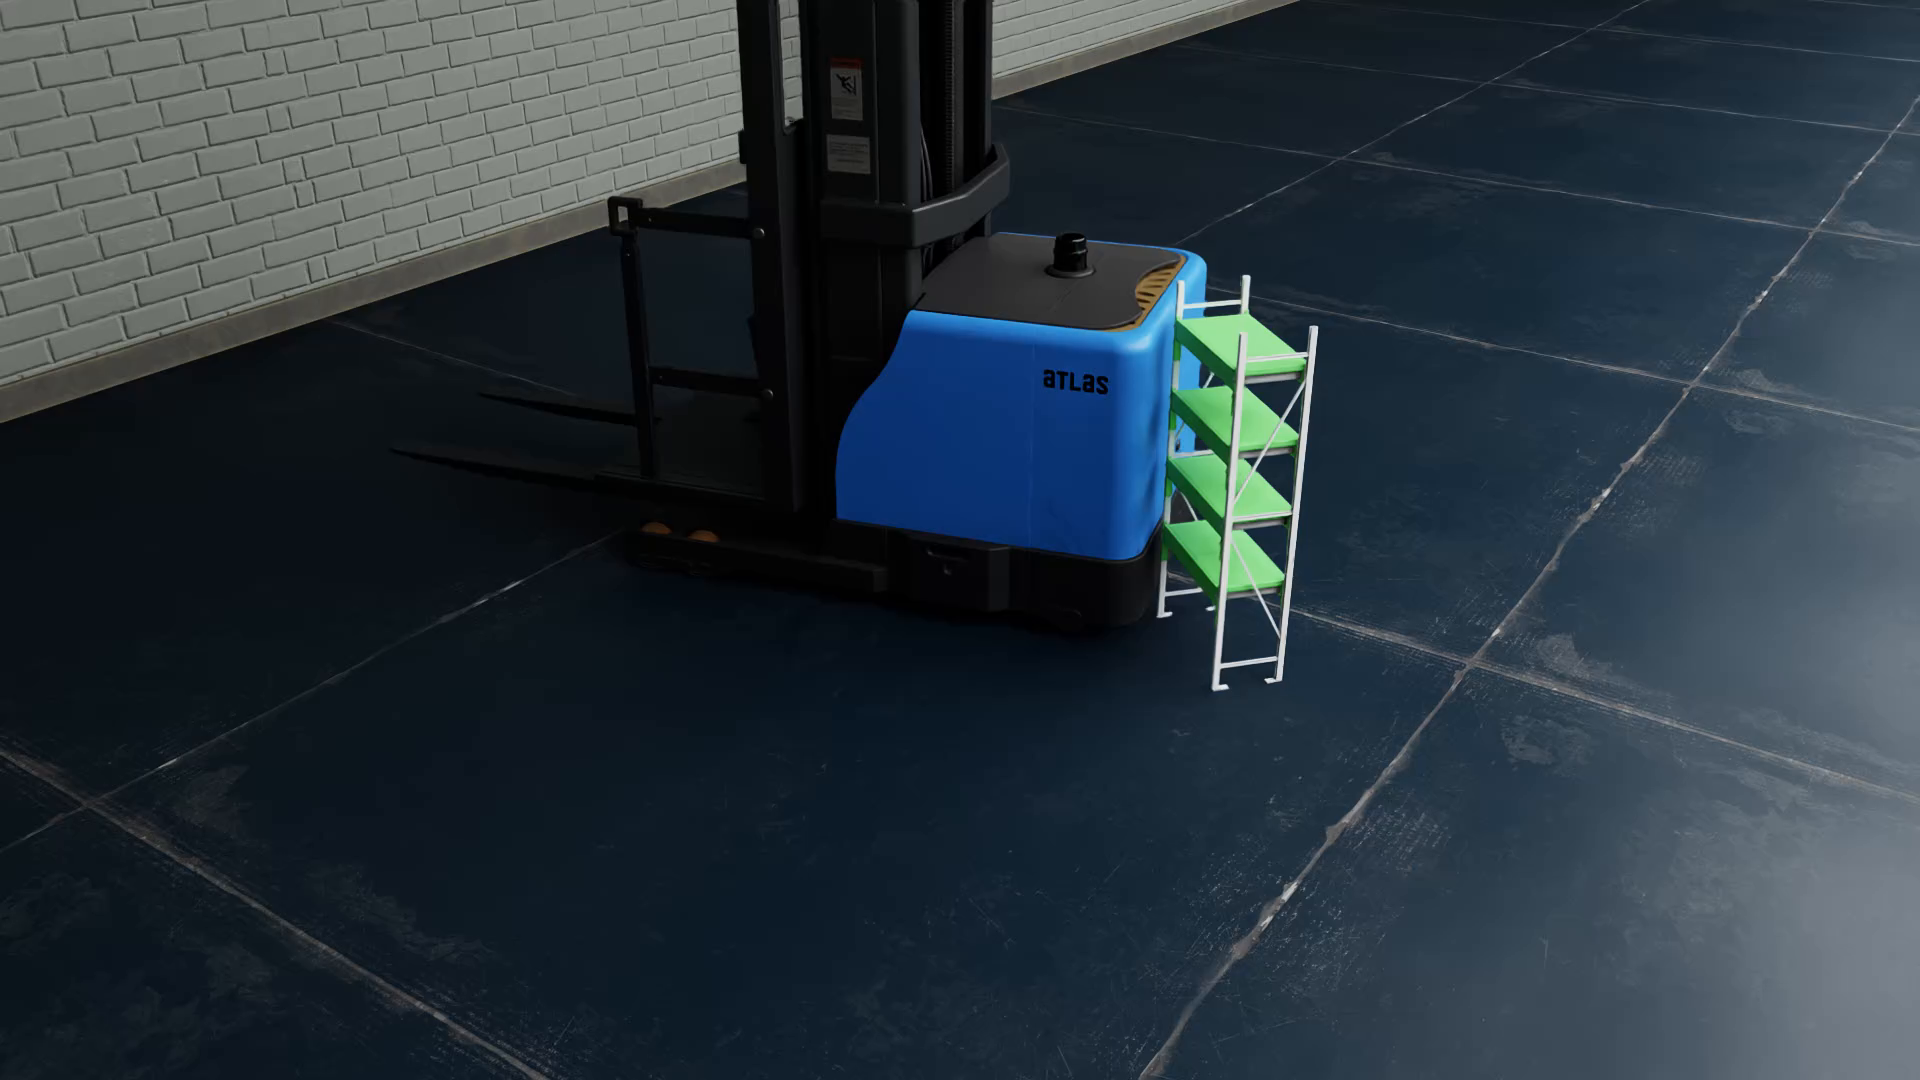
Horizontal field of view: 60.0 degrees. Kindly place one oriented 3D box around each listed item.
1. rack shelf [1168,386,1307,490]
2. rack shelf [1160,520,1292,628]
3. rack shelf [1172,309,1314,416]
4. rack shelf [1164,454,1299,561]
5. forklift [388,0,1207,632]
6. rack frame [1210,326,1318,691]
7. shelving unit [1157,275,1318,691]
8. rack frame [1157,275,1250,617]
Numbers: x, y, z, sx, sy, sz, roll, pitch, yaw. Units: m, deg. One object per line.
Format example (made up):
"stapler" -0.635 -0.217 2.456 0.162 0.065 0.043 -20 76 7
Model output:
"rack shelf" 0.858 -0.335 5.196 0.258 0.148 0.480 -7 28 -13
"rack shelf" 0.858 0.093 5.414 0.258 0.148 0.480 -7 28 -13
"rack shelf" 0.858 -0.549 5.088 0.258 0.148 0.480 -7 28 -13
"rack shelf" 0.858 -0.121 5.305 0.258 0.148 0.480 -7 28 -13
"forklift" -0.688 -1.388 5.746 3.031 2.935 1.130 9 28 17
"rack frame" 0.919 -0.071 5.066 0.240 1.200 0.015 -7 28 -13
"shelving unit" 0.858 -0.178 5.276 0.258 1.200 0.503 -7 28 -13
"rack frame" 0.796 -0.285 5.487 0.240 1.200 0.015 -7 28 -13
